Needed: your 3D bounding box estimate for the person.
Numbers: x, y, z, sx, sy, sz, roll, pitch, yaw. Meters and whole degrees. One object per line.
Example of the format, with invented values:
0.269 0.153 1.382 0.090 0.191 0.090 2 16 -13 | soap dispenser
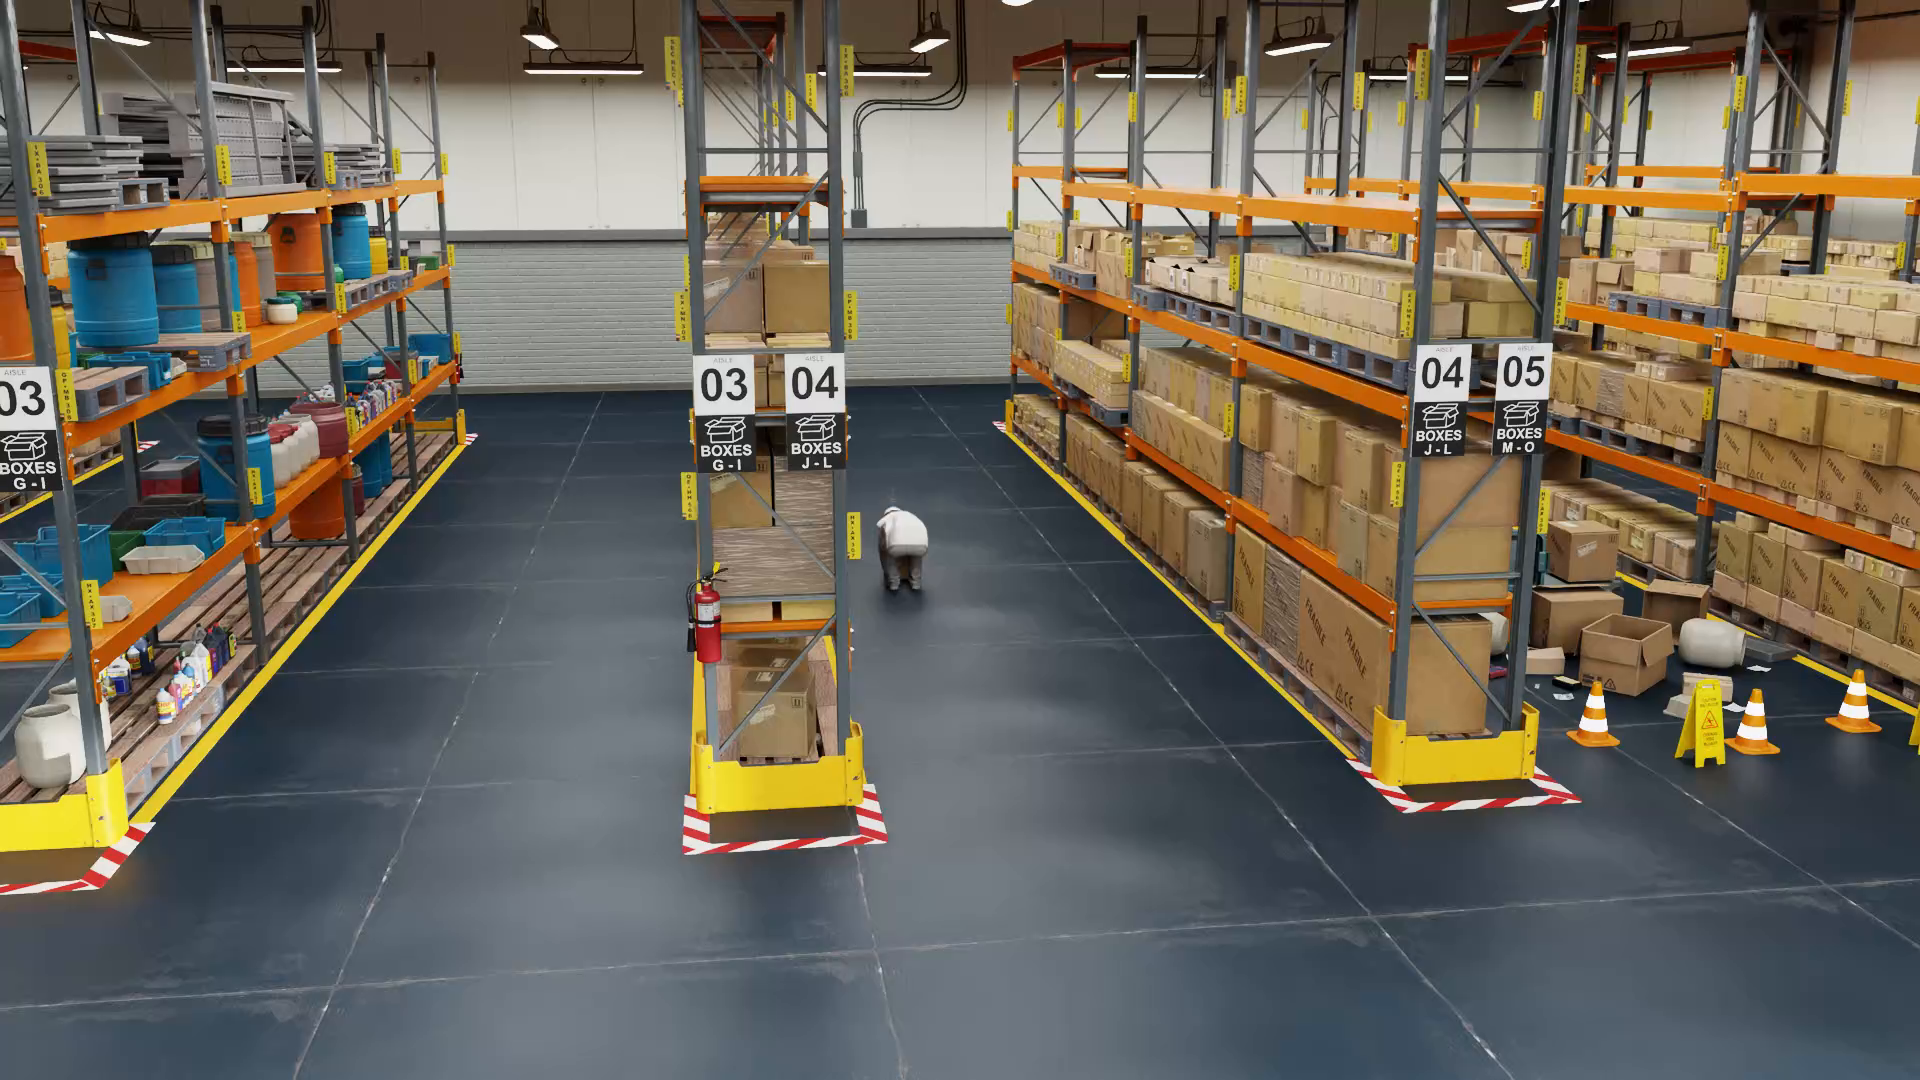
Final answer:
-4.004 -2.180 16.403 7.332 5.813 11.426 -2 13 -10 | person
